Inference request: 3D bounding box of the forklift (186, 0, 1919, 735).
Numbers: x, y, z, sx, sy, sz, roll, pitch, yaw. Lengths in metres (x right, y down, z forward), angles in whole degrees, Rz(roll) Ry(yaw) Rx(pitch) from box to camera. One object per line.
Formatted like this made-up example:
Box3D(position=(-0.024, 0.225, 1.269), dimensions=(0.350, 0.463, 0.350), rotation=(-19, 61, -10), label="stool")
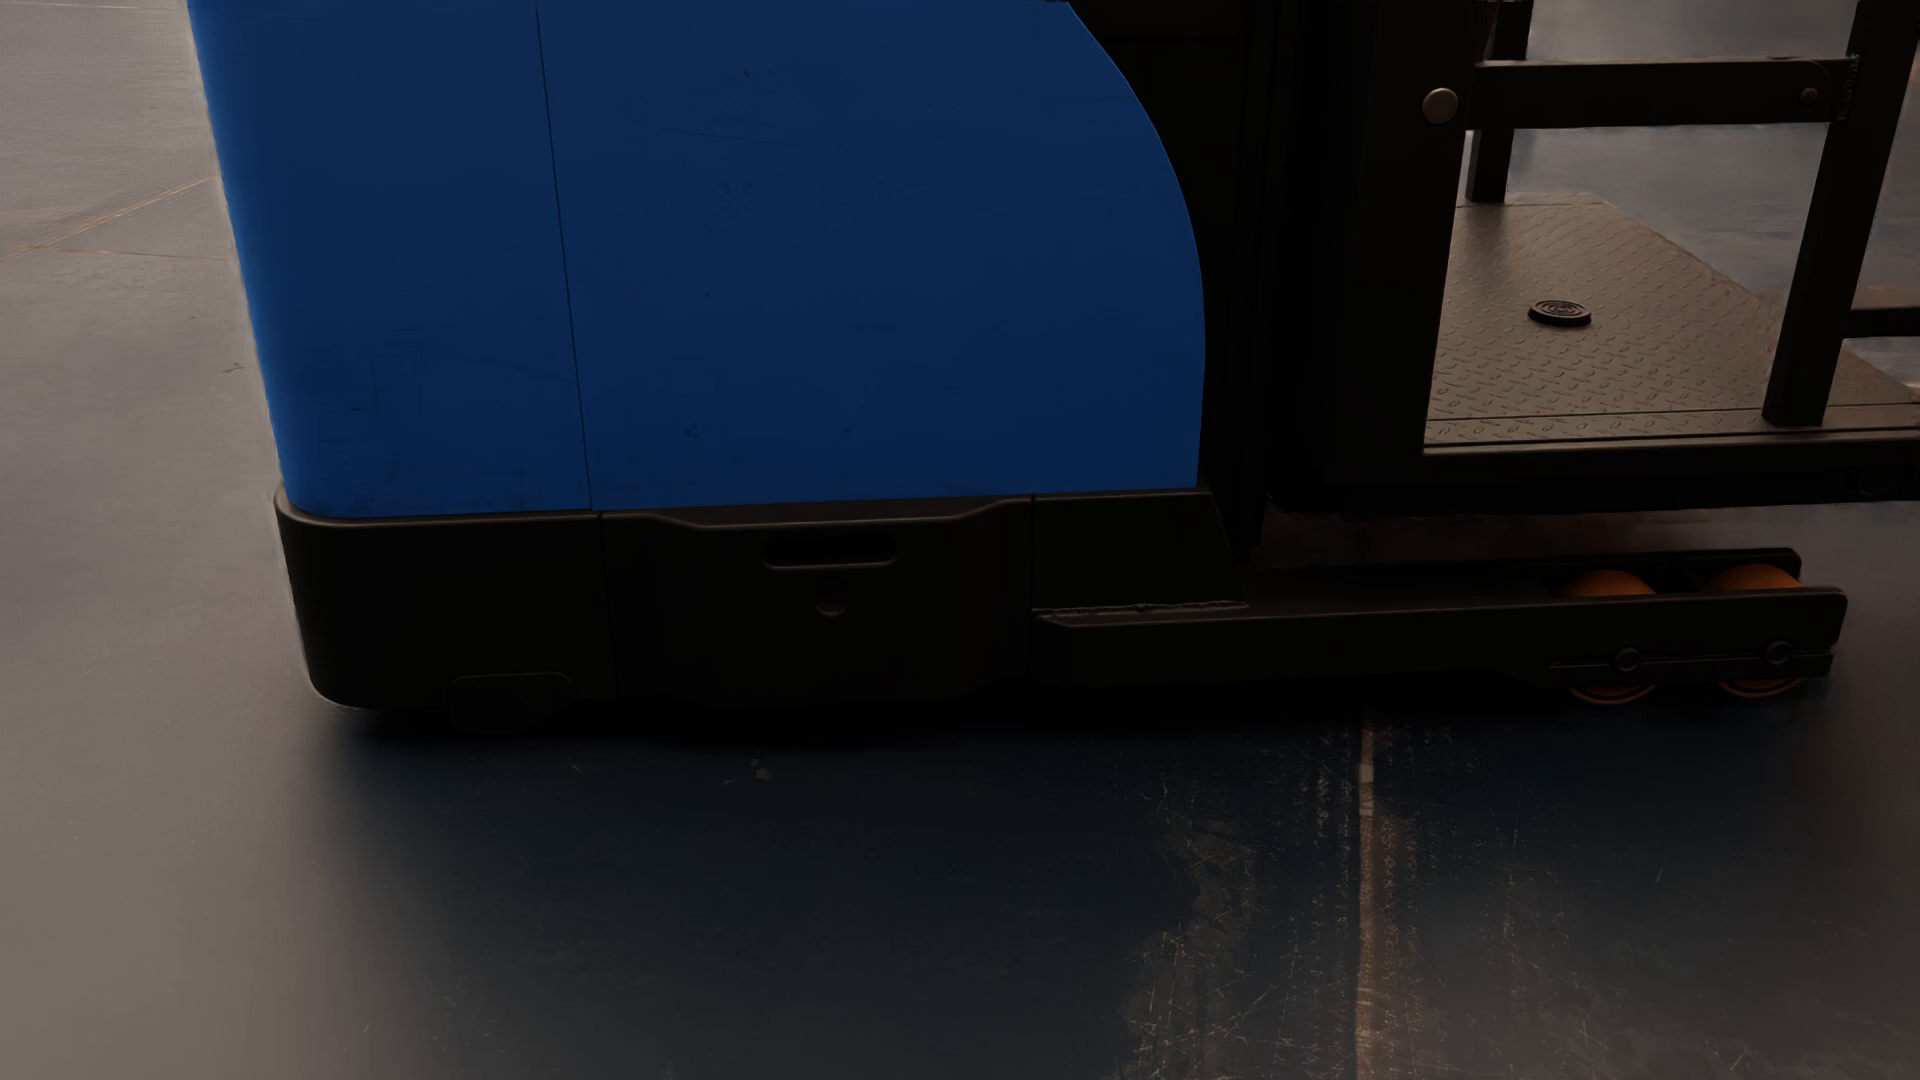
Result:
Box3D(position=(0.680, -1.338, 1.897), dimensions=(3.031, 2.935, 1.130), rotation=(-2, 27, -5), label="forklift")
